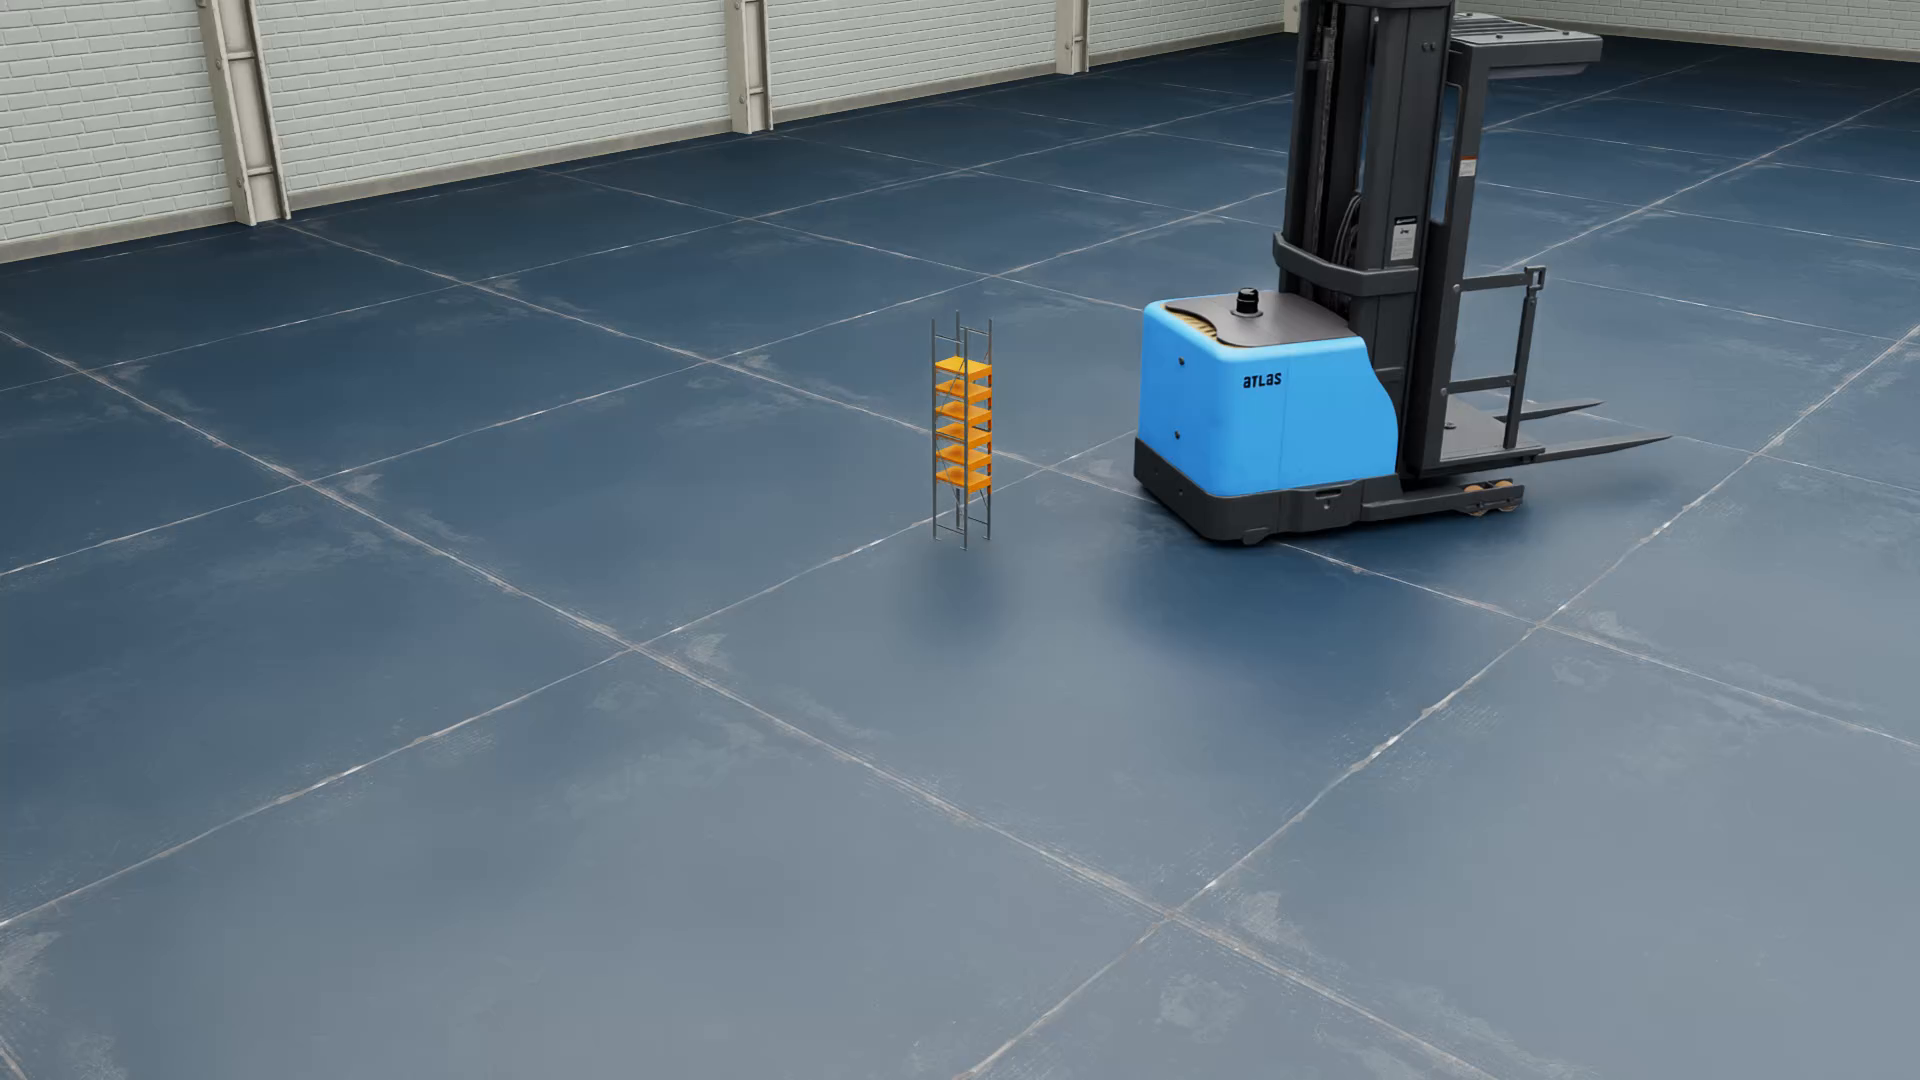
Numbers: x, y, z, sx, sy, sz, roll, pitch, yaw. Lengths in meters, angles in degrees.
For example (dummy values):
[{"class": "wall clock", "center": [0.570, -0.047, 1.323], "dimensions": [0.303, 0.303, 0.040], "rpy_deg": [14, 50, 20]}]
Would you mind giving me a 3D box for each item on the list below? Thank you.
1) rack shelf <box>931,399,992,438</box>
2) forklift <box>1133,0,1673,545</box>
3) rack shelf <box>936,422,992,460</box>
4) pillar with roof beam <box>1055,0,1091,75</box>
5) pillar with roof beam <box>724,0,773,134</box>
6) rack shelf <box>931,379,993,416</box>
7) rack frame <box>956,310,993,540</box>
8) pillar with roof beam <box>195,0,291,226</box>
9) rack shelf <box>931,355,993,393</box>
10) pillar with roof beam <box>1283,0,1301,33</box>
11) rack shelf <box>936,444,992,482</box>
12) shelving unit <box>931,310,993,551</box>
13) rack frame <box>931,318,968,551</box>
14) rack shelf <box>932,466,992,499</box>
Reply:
[{"class": "rack shelf", "center": [0.010, -0.621, 8.483], "dimensions": [0.258, 0.103, 0.180], "rpy_deg": [20, 31, 38]}, {"class": "forklift", "center": [2.553, -1.661, 8.871], "dimensions": [3.031, 2.935, 1.130], "rpy_deg": [-8, 25, -17]}, {"class": "rack shelf", "center": [0.010, -0.511, 8.533], "dimensions": [0.258, 0.103, 0.180], "rpy_deg": [20, 31, 38]}, {"class": "pillar with roof beam", "center": [4.782, -9.547, 19.044], "dimensions": [9.100, 9.000, 0.400], "rpy_deg": [20, 31, 38]}, {"class": "pillar with roof beam", "center": [0.778, -7.719, 14.967], "dimensions": [9.100, 9.000, 0.400], "rpy_deg": [20, 31, 38]}, {"class": "rack shelf", "center": [0.010, -0.730, 8.434], "dimensions": [0.258, 0.103, 0.180], "rpy_deg": [20, 31, 38]}, {"class": "rack frame", "center": [0.071, -0.580, 8.577], "dimensions": [0.240, 1.200, 0.006], "rpy_deg": [20, 31, 38]}, {"class": "pillar with roof beam", "center": [-3.227, -5.891, 10.890], "dimensions": [9.100, 9.000, 0.400], "rpy_deg": [20, 31, 38]}, {"class": "rack shelf", "center": [0.010, -0.840, 8.385], "dimensions": [0.258, 0.103, 0.180], "rpy_deg": [20, 31, 38]}, {"class": "pillar with roof beam", "center": [8.787, -11.375, 23.121], "dimensions": [9.100, 9.000, 0.400], "rpy_deg": [20, 31, 38]}, {"class": "rack shelf", "center": [0.010, -0.402, 8.582], "dimensions": [0.258, 0.103, 0.180], "rpy_deg": [20, 31, 38]}, {"class": "shelving unit", "center": [0.010, -0.552, 8.514], "dimensions": [0.258, 1.200, 0.189], "rpy_deg": [20, 31, 38]}, {"class": "rack frame", "center": [-0.051, -0.524, 8.452], "dimensions": [0.240, 1.200, 0.006], "rpy_deg": [20, 31, 38]}, {"class": "rack shelf", "center": [0.010, -0.292, 8.631], "dimensions": [0.258, 0.103, 0.180], "rpy_deg": [20, 31, 38]}]
